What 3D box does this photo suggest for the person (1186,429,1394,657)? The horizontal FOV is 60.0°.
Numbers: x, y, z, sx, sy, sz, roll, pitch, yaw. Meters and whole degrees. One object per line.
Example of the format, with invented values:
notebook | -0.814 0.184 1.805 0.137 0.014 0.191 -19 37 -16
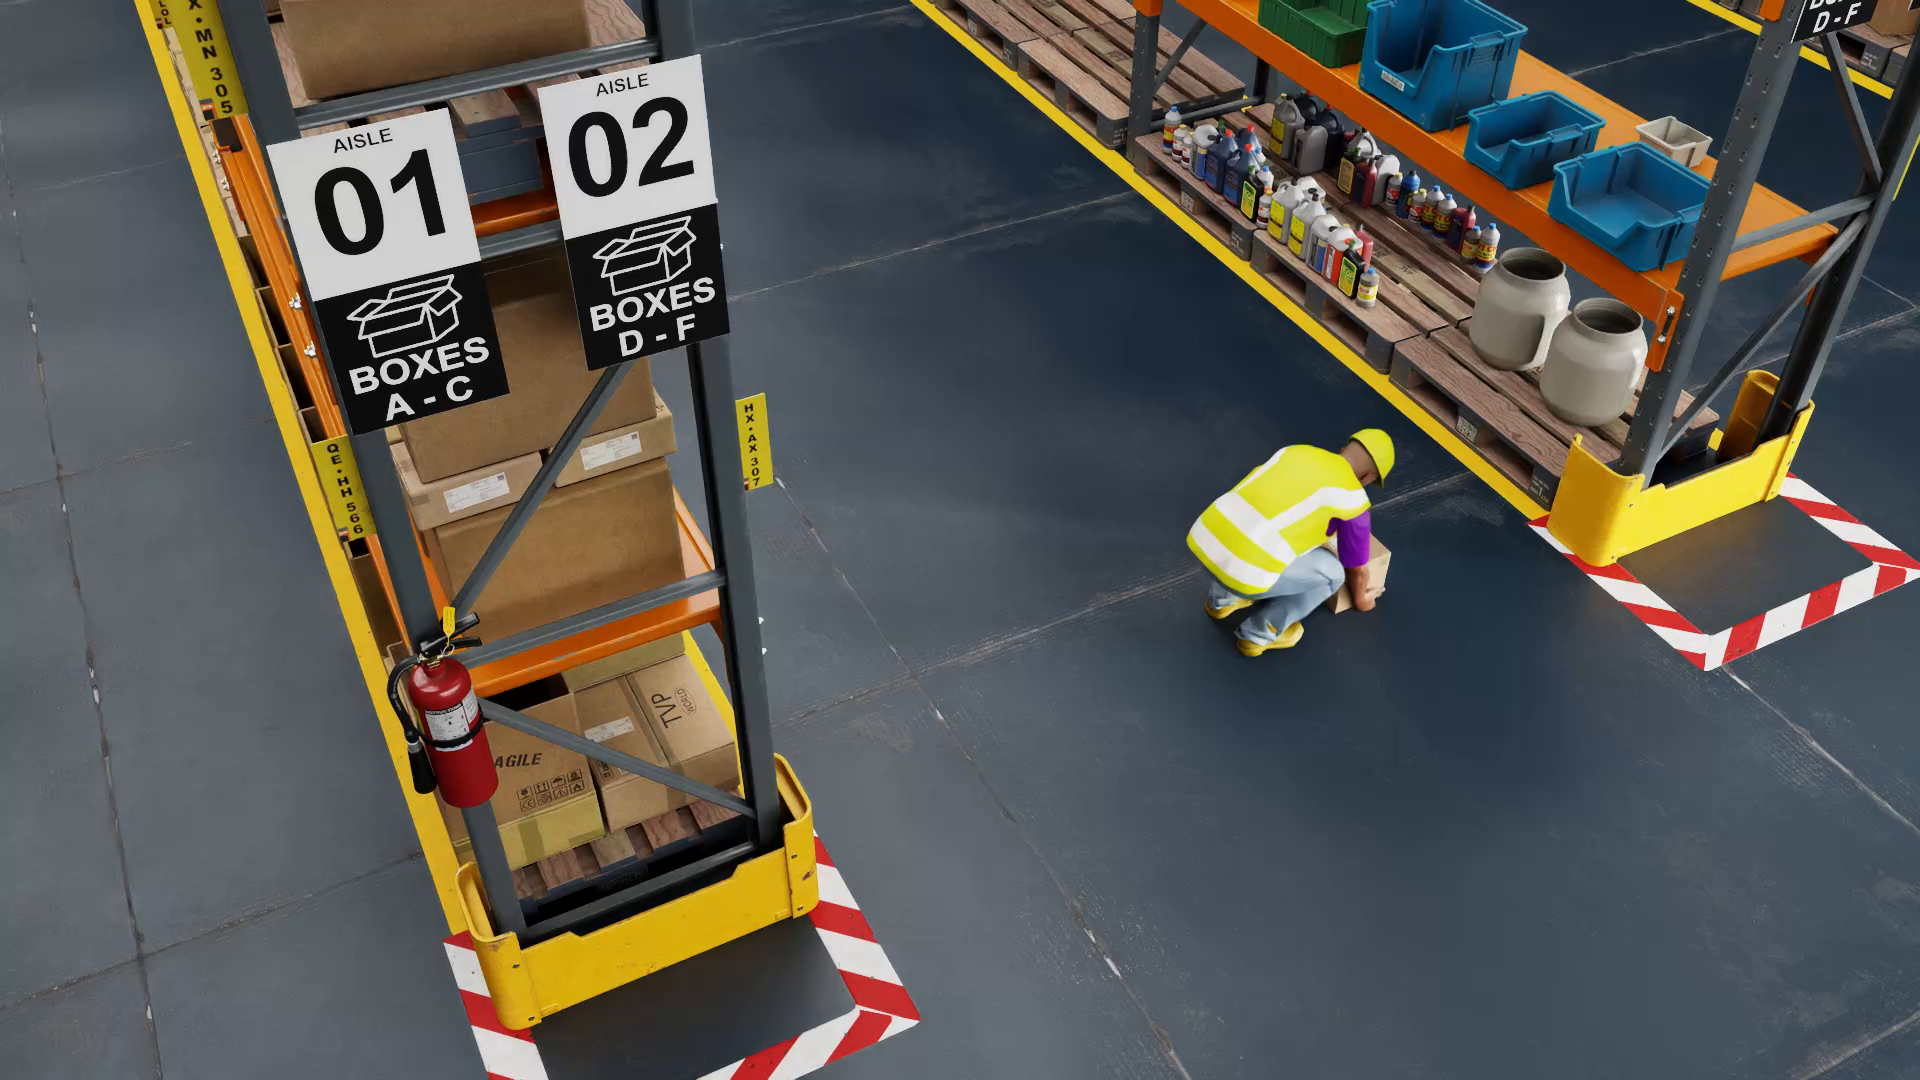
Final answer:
person | 1.376 0.003 6.908 0.954 0.828 0.529 -20 45 -21
